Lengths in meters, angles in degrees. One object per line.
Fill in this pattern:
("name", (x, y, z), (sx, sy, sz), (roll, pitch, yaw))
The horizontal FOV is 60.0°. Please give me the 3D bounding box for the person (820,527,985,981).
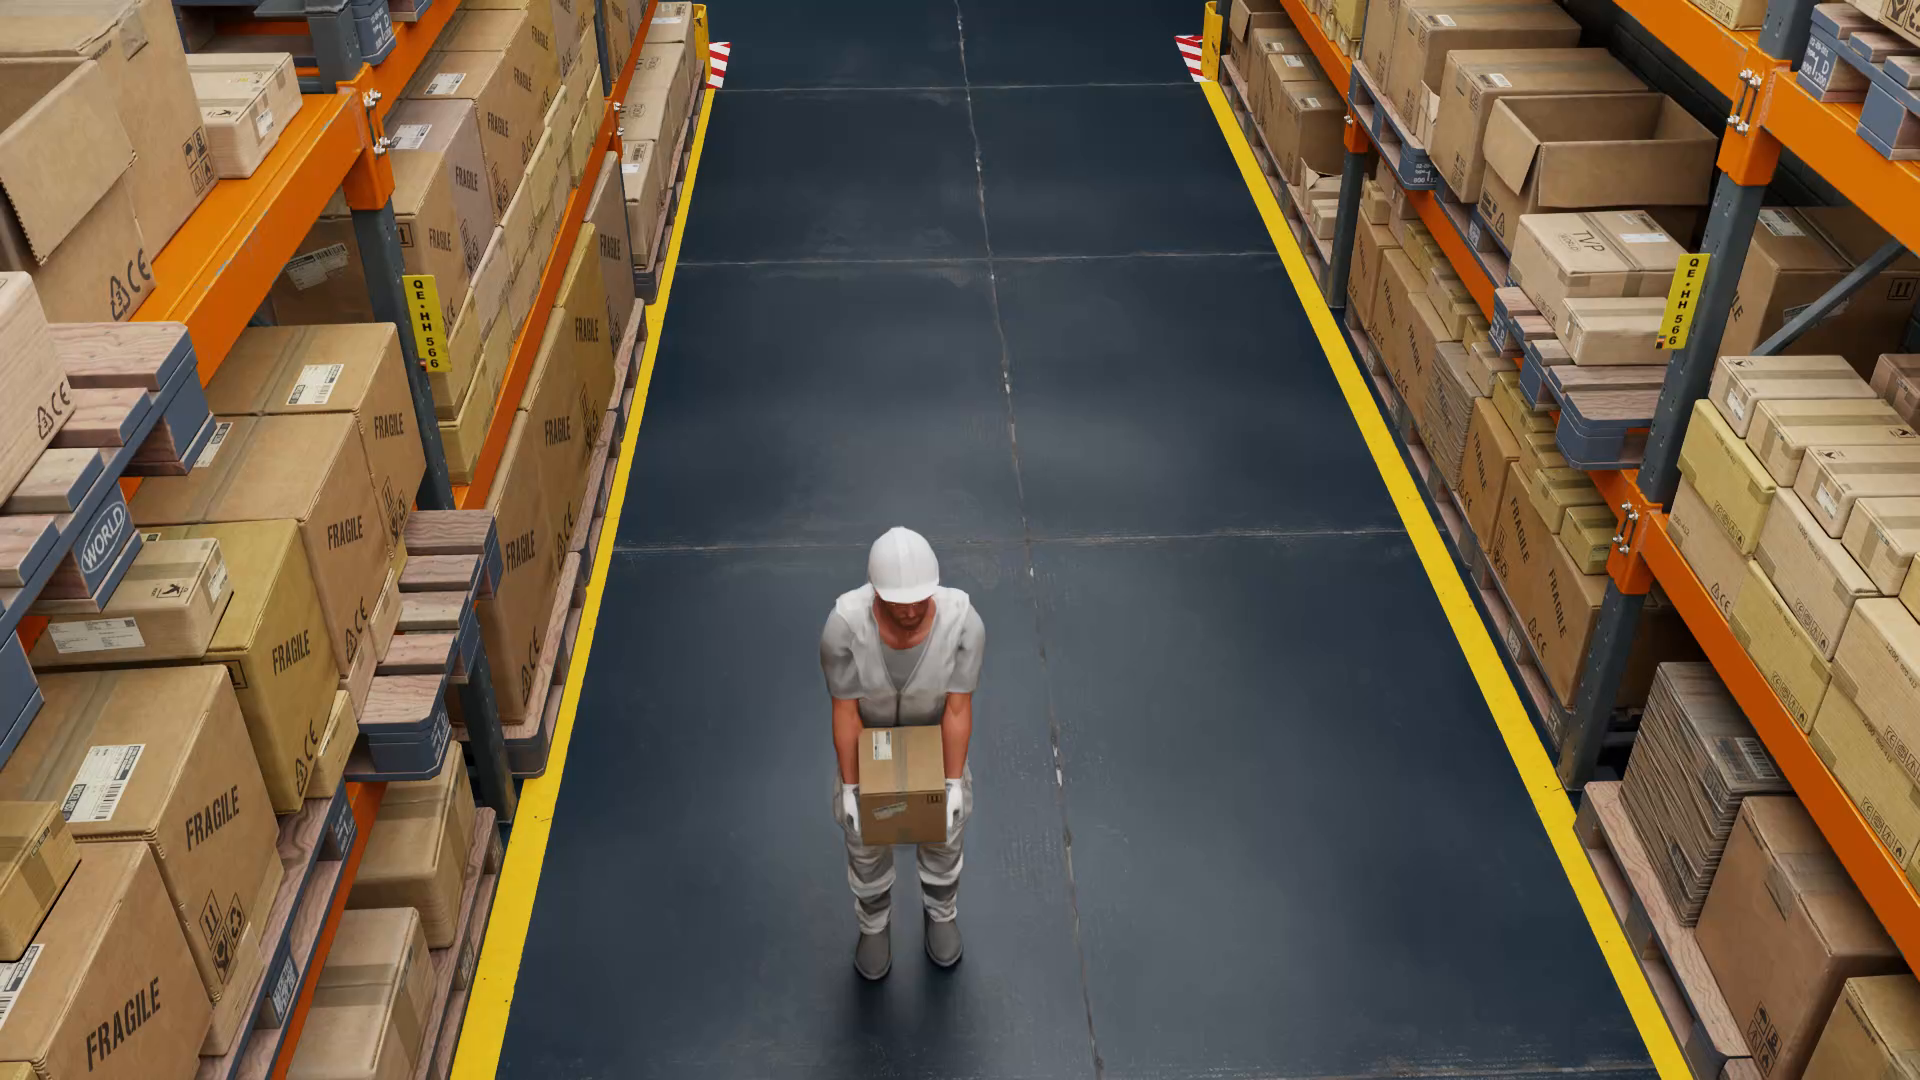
("person", (-0.168, 0.684, 5.168), (0.491, 1.760, 0.583), (-2, 35, -3))
